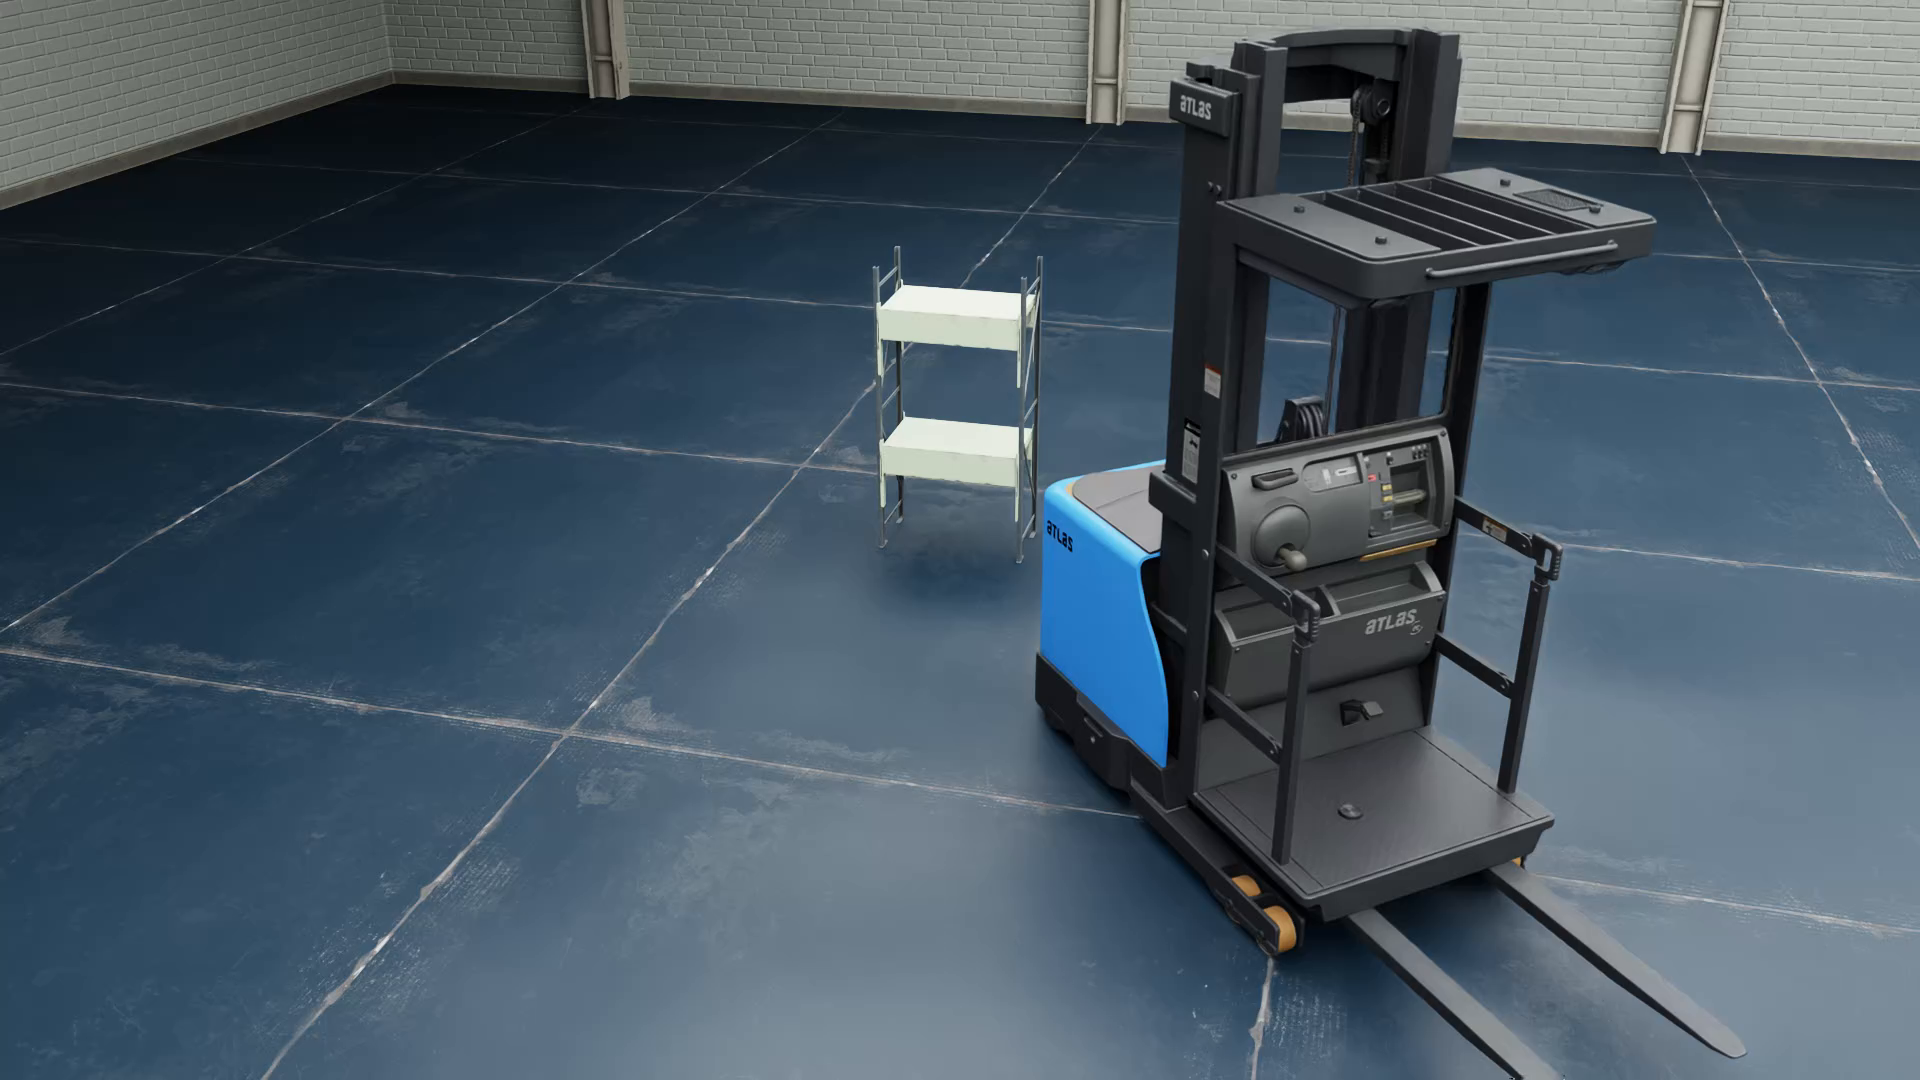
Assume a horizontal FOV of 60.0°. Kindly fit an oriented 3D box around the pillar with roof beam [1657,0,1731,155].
[{"bbox_3d":[6.363,-6.297,11.508,0.400,9.000,9.100,6,26,13],"label":"pillar with roof beam"}]

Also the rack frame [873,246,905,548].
[{"bbox_3d":[-0.361,-0.717,8.511,0.023,1.500,0.400,6,26,13],"label":"rack frame"}]

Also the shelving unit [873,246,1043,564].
[{"bbox_3d":[-0.006,-0.678,8.429,0.755,1.500,0.431,6,26,13],"label":"shelving unit"}]

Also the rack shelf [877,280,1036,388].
[{"bbox_3d":[-0.006,-1.030,8.261,0.720,0.370,0.431,6,26,13],"label":"rack shelf"}]

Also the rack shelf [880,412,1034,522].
[{"bbox_3d":[-0.006,-0.384,8.569,0.720,0.370,0.431,6,26,13],"label":"rack shelf"}]

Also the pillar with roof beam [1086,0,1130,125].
[{"bbox_3d":[0.552,-6.939,12.857,0.400,9.000,9.100,6,26,13],"label":"pillar with roof beam"}]

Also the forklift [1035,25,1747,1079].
[{"bbox_3d":[1.415,-0.107,5.565,1.130,2.935,3.031,-12,28,-23],"label":"forklift"}]

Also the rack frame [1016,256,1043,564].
[{"bbox_3d":[0.348,-0.639,8.347,0.023,1.500,0.400,6,26,13],"label":"rack frame"}]

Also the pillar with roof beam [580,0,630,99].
[{"bbox_3d":[-5.259,-7.582,14.206,0.400,9.000,9.100,6,26,13],"label":"pillar with roof beam"}]
